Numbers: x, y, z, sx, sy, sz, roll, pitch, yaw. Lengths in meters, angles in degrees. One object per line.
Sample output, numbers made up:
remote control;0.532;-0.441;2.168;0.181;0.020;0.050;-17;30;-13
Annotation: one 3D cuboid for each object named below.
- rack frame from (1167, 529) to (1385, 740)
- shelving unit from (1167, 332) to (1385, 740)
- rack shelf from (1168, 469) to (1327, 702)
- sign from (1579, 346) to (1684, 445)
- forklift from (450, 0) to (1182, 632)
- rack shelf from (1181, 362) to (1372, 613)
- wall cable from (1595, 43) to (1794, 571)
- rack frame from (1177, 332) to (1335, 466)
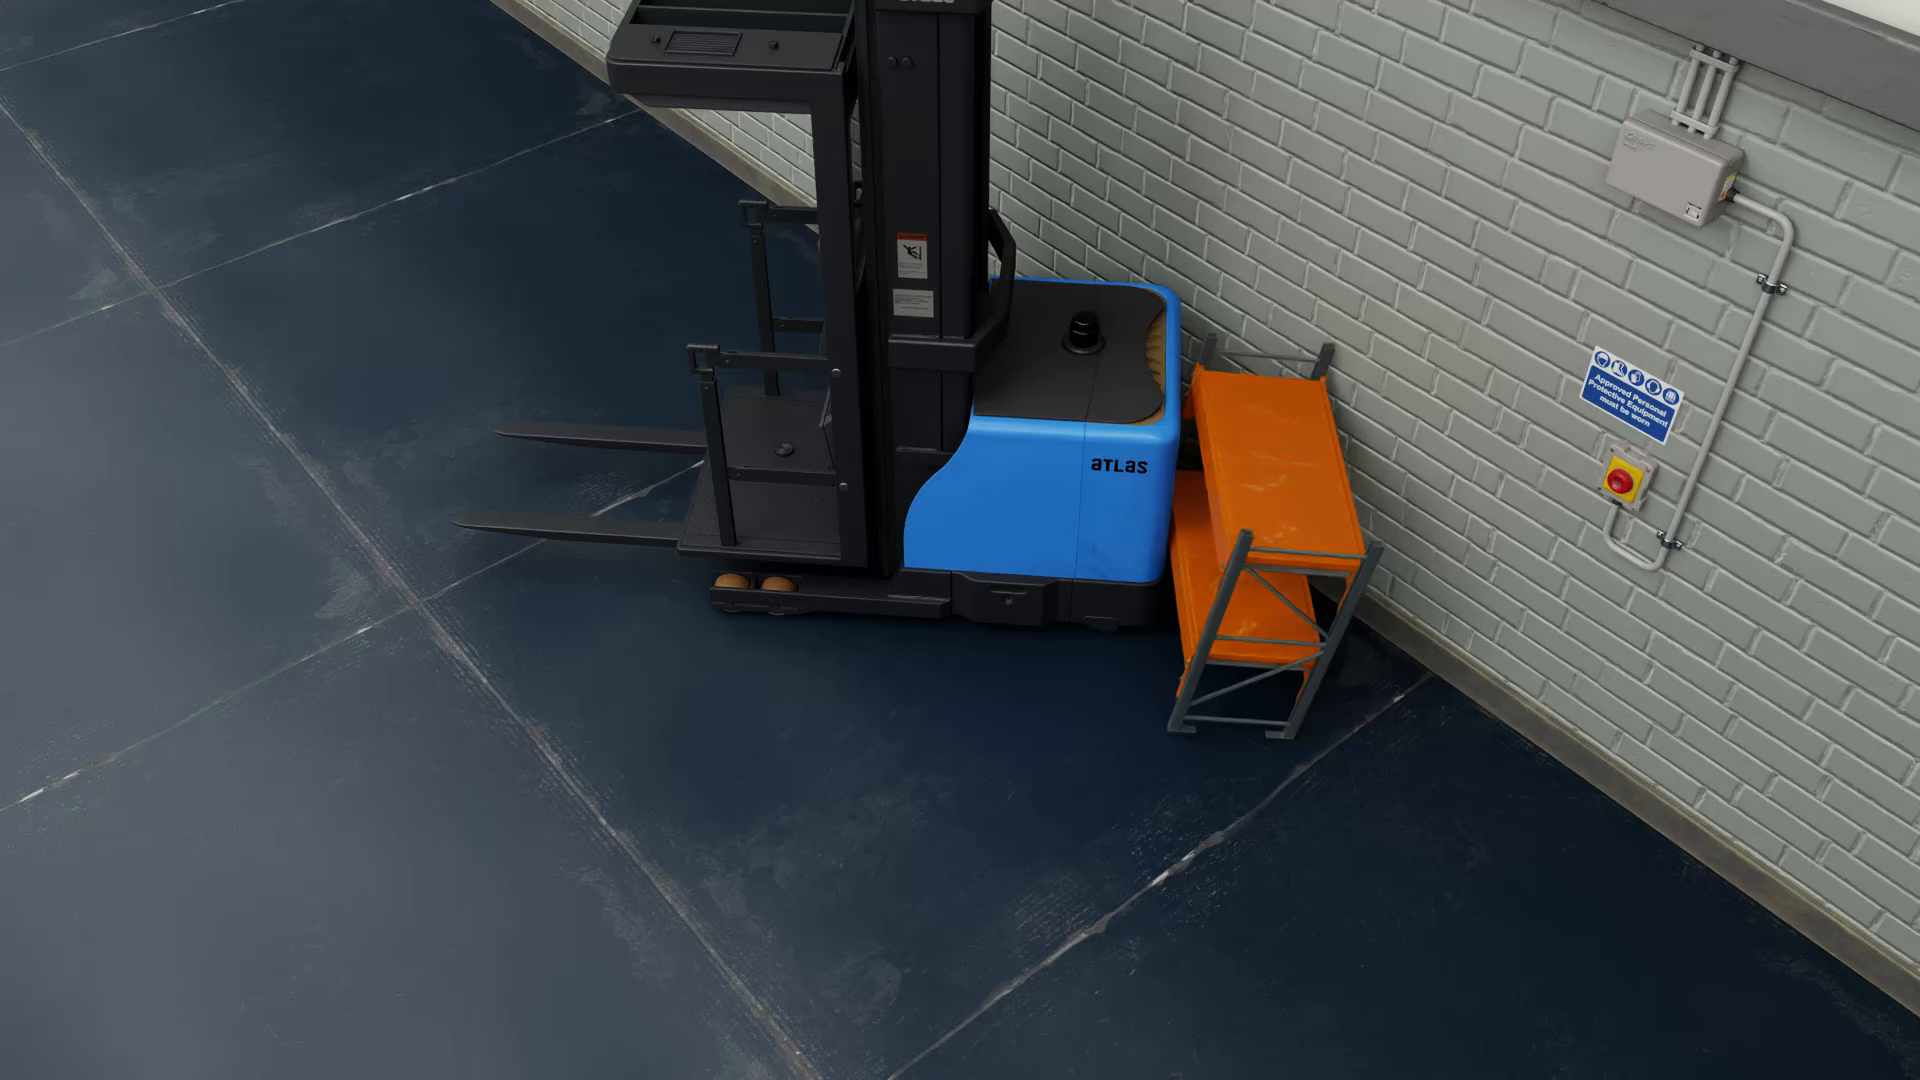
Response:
rack frame;1.123;0.370;6.042;0.500;1.125;0.032;4;47;-6
shelving unit;1.116;-0.005;6.385;0.538;1.125;1.048;4;47;-6
rack shelf;1.084;0.159;6.564;0.538;0.278;1.000;4;47;-6
sign;2.183;-0.472;5.418;0.001;0.218;0.327;-30;51;-28
forklift;-0.628;-1.110;6.344;3.031;2.935;1.130;4;43;4
rack shelf;1.154;-0.202;6.171;0.538;0.278;1.000;4;47;-6
wall cable;2.167;-0.703;5.096;0.123;1.953;0.585;-30;51;-28
rack frame;1.109;-0.381;6.728;0.500;1.125;0.032;4;47;-6
